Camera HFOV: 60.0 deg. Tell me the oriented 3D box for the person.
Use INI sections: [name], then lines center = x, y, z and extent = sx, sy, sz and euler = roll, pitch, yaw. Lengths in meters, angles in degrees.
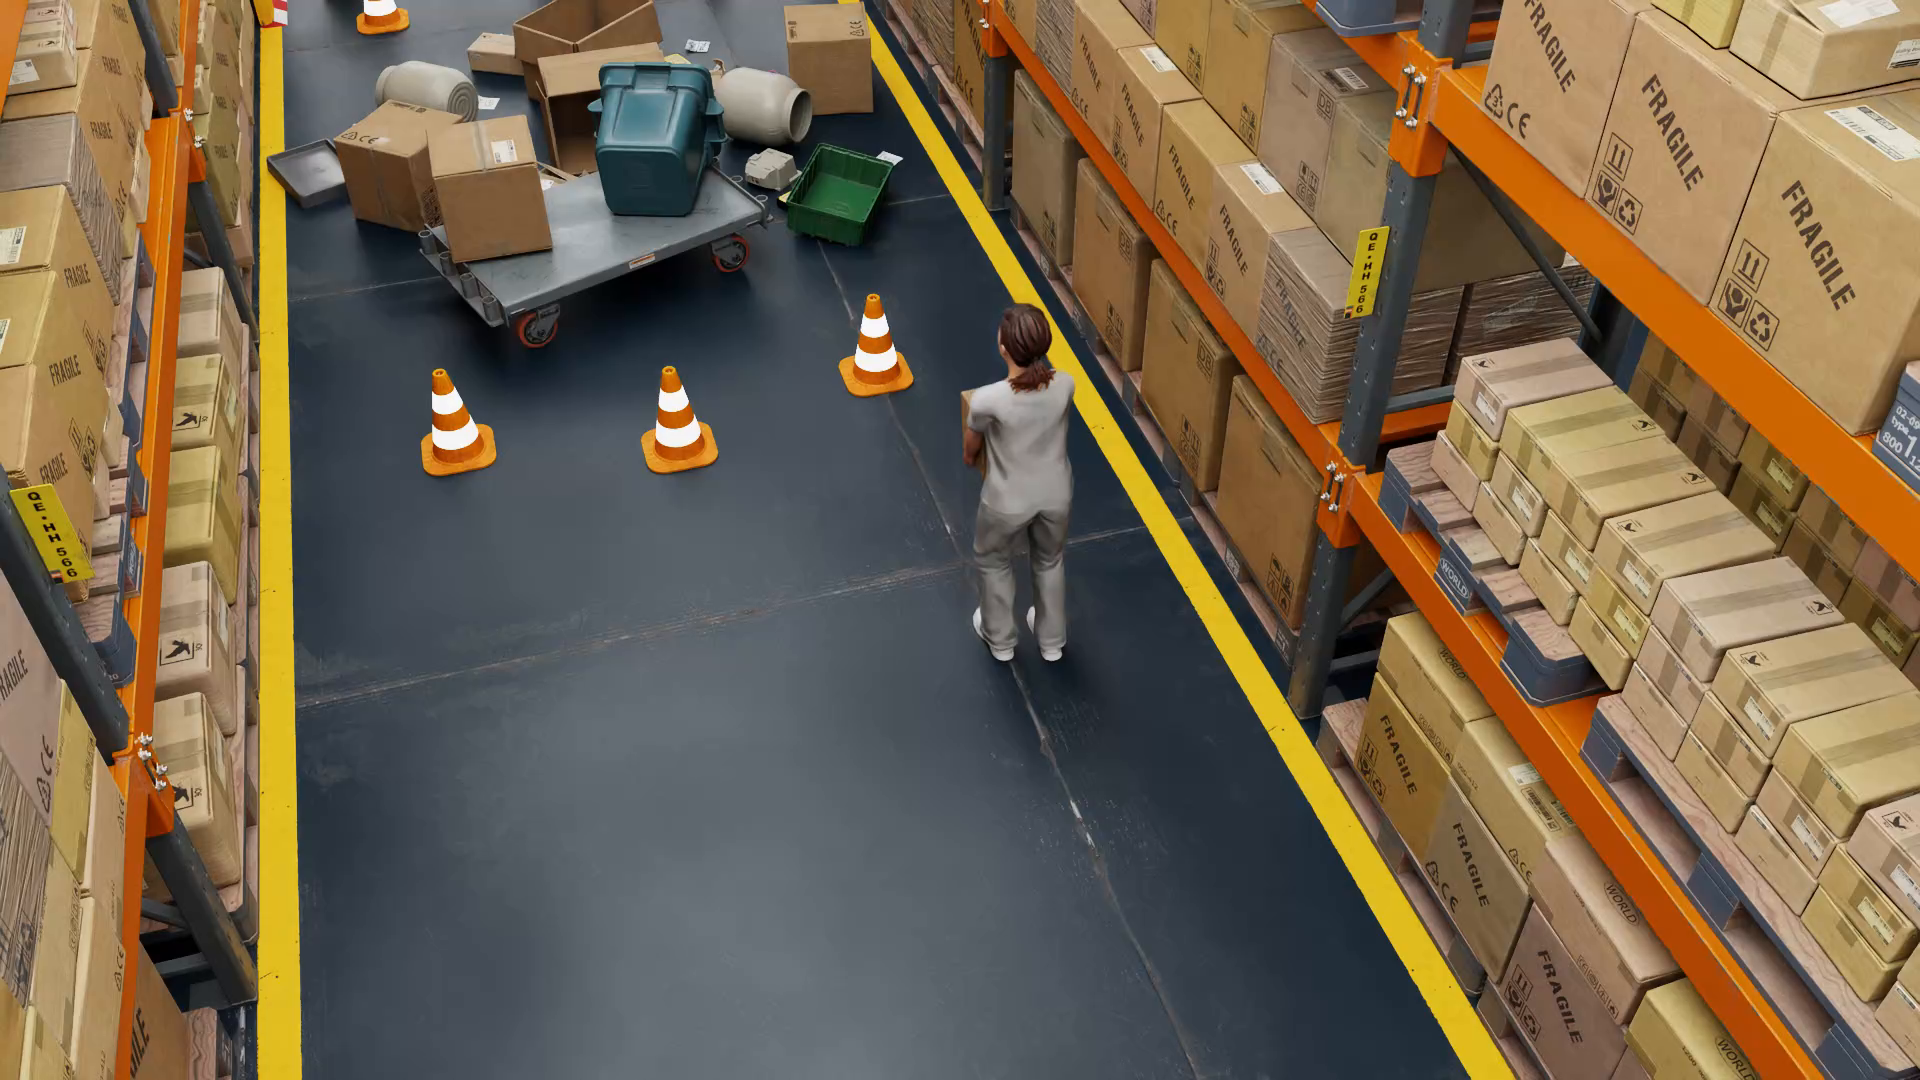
[person]
center = 0.212, -0.225, 6.420
extent = 0.411, 1.666, 0.506
euler = -13, 44, -14
